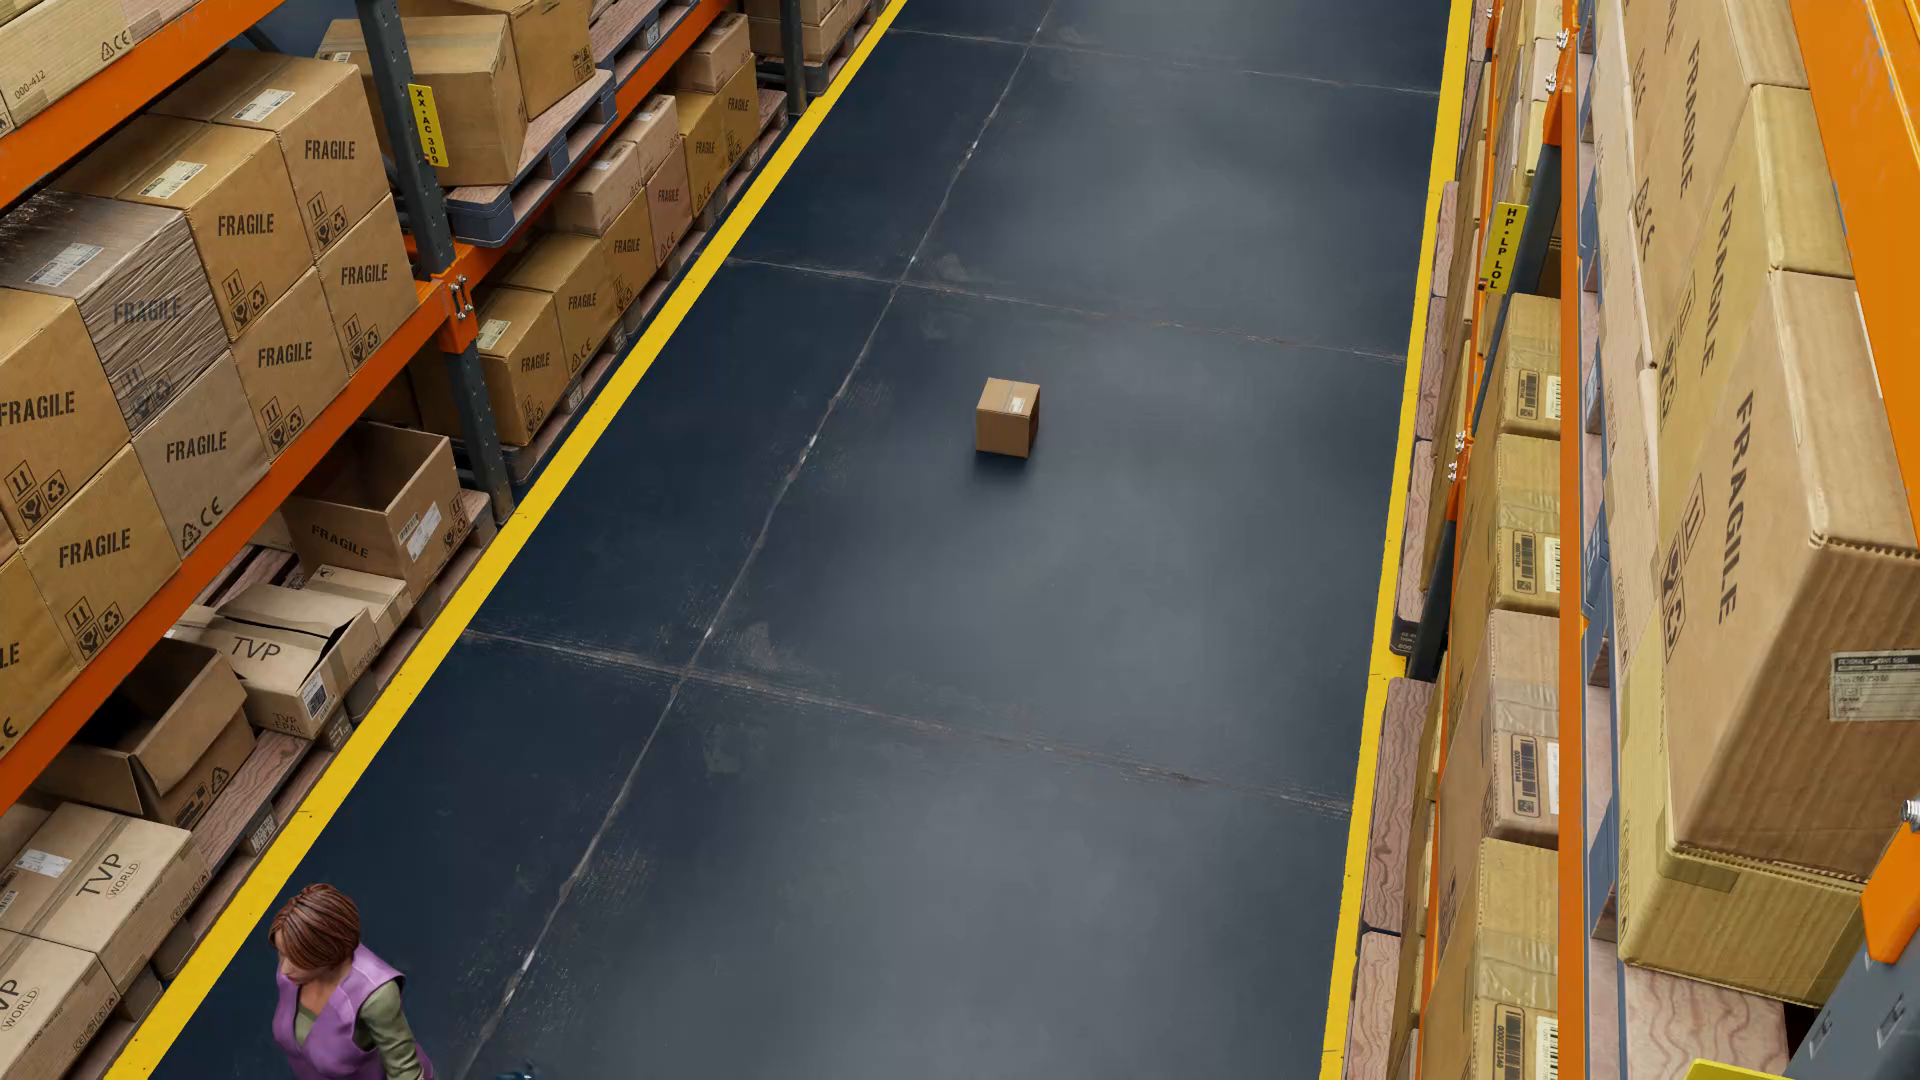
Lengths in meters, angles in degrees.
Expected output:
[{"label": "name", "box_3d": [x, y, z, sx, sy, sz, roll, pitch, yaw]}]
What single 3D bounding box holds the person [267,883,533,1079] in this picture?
[{"label": "person", "box_3d": [-1.552, 1.459, 4.512, 0.412, 1.564, 0.788, 19, 45, 20]}]
